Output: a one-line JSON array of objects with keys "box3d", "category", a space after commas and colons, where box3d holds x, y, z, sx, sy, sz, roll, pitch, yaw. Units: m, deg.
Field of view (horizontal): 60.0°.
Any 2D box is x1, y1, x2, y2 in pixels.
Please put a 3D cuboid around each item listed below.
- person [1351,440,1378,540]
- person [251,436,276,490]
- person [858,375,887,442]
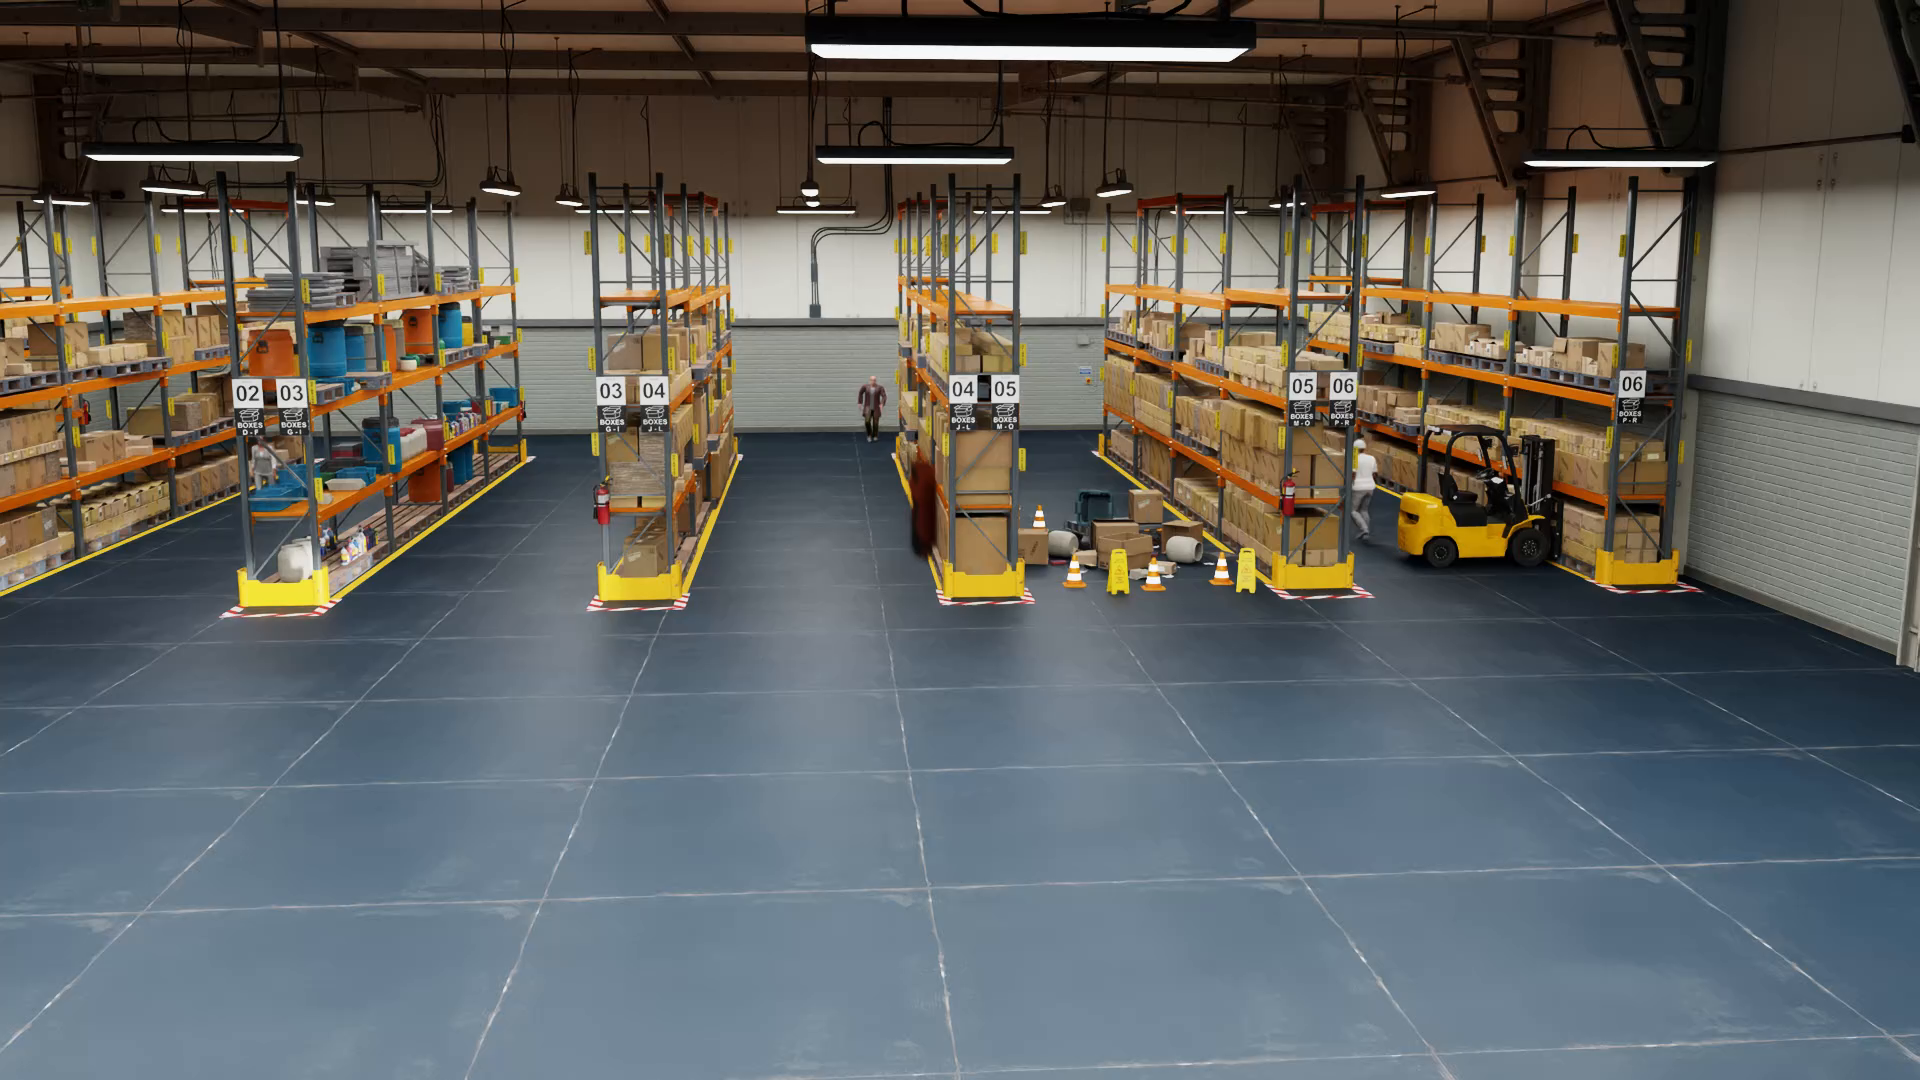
[{"box3d": [6.951, -0.864, 28.687, 0.658, 1.706, 0.694, -4, 11, -24], "category": "person"}, {"box3d": [-13.034, -1.249, 31.204, 0.415, 1.559, 0.768, -1, 10, -7], "category": "person"}, {"box3d": [-2.269, -3.386, 43.033, 0.760, 1.764, 0.790, 0, 10, 0], "category": "person"}]
